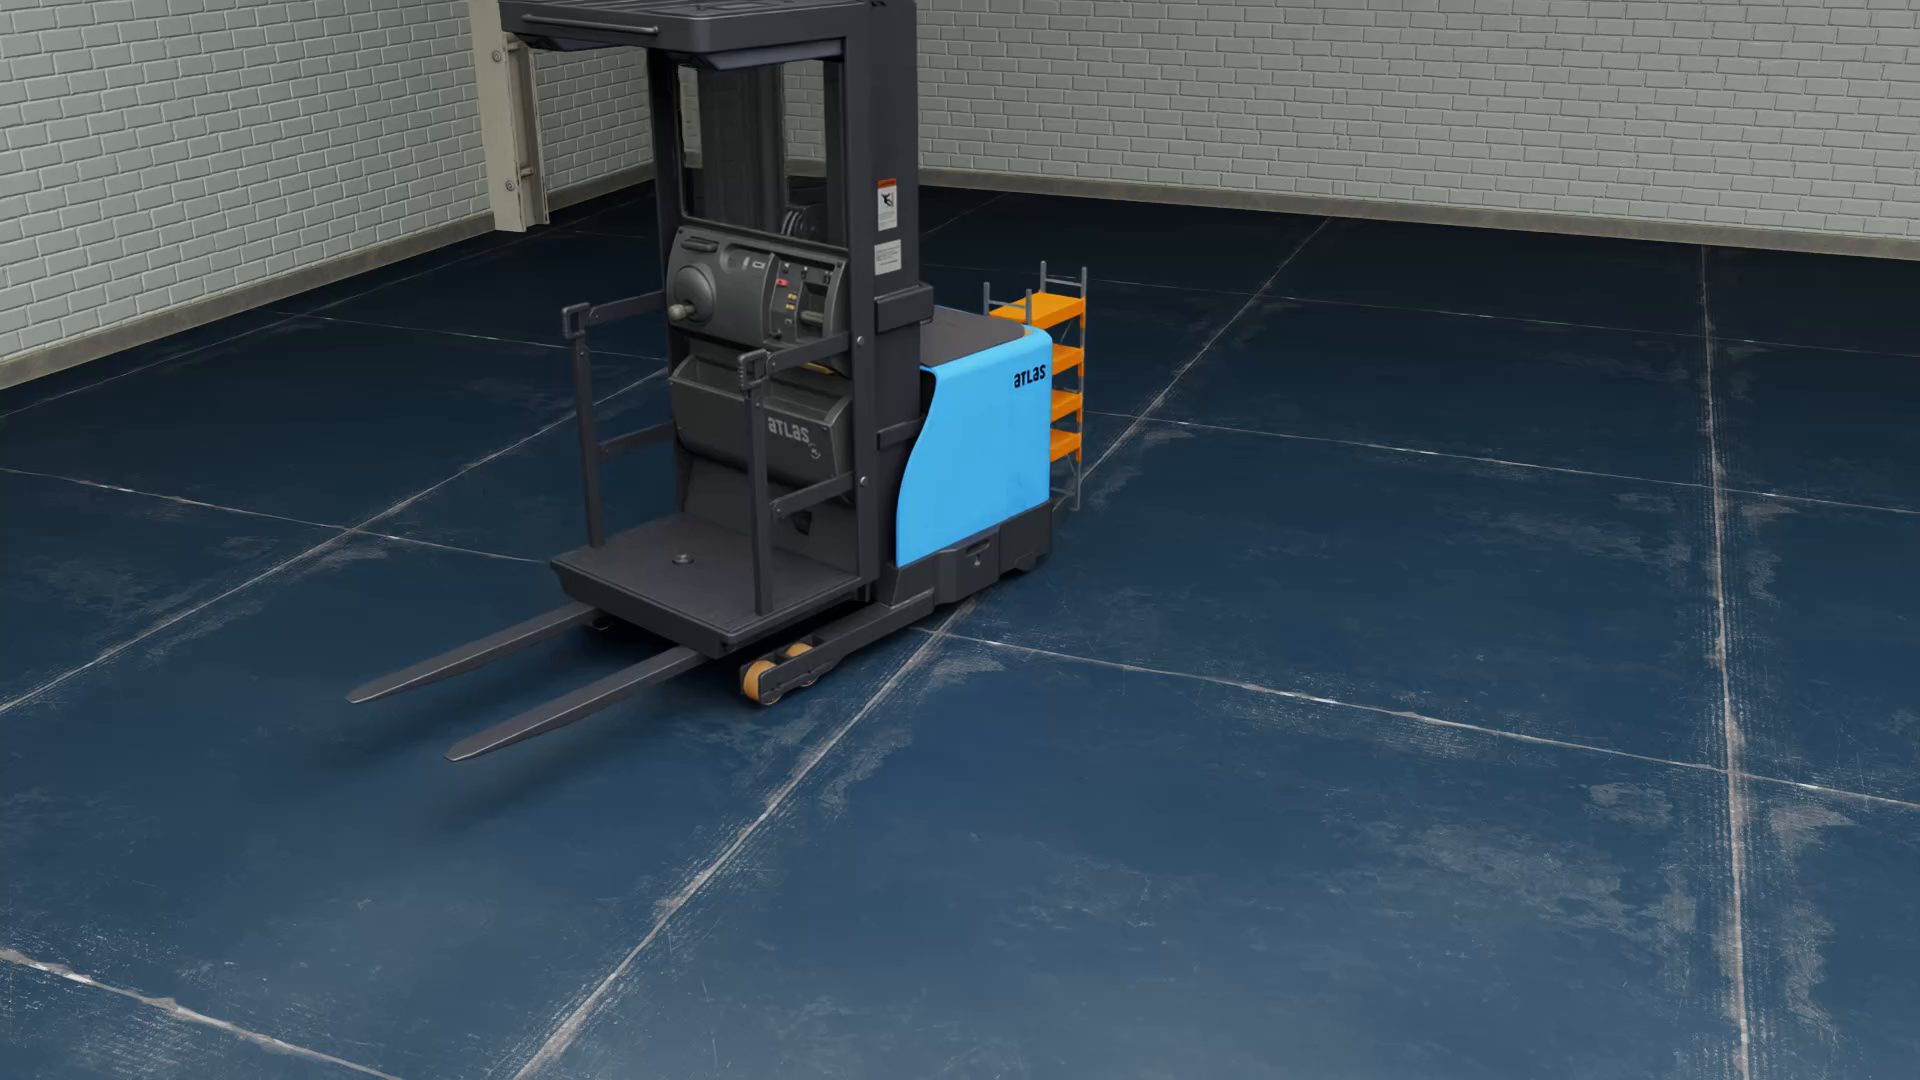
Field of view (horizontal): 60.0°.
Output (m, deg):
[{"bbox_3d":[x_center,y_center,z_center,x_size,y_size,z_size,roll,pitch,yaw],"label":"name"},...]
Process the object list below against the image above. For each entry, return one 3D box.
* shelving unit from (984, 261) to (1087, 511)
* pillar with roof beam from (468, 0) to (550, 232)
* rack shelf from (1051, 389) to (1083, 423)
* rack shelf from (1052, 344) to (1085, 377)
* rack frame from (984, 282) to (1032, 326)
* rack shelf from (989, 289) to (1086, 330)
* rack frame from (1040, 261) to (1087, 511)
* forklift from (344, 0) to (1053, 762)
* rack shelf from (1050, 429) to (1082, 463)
[{"bbox_3d":[0.344,-0.642,7.730,0.258,1.200,0.503,14,27,31],"label":"shelving unit"},{"bbox_3d":[0.267,-6.205,10.931,9.100,9.000,0.400,9,24,20],"label":"pillar with roof beam"},{"bbox_3d":[0.344,-0.580,7.756,0.258,0.148,0.480,14,27,31],"label":"rack shelf"},{"bbox_3d":[0.344,-0.786,7.669,0.258,0.148,0.480,14,27,31],"label":"rack shelf"},{"bbox_3d":[0.209,-0.563,7.542,0.240,1.200,0.015,14,27,31],"label":"rack frame"},{"bbox_3d":[0.344,-1.004,7.578,0.258,0.148,0.480,14,27,31],"label":"rack shelf"},{"bbox_3d":[0.479,-0.720,7.917,0.240,1.200,0.015,14,27,31],"label":"rack frame"},{"bbox_3d":[-0.927,-0.950,6.221,1.130,2.935,3.031,18,29,37],"label":"forklift"},{"bbox_3d":[0.344,-0.396,7.832,0.258,0.148,0.480,14,27,31],"label":"rack shelf"}]
